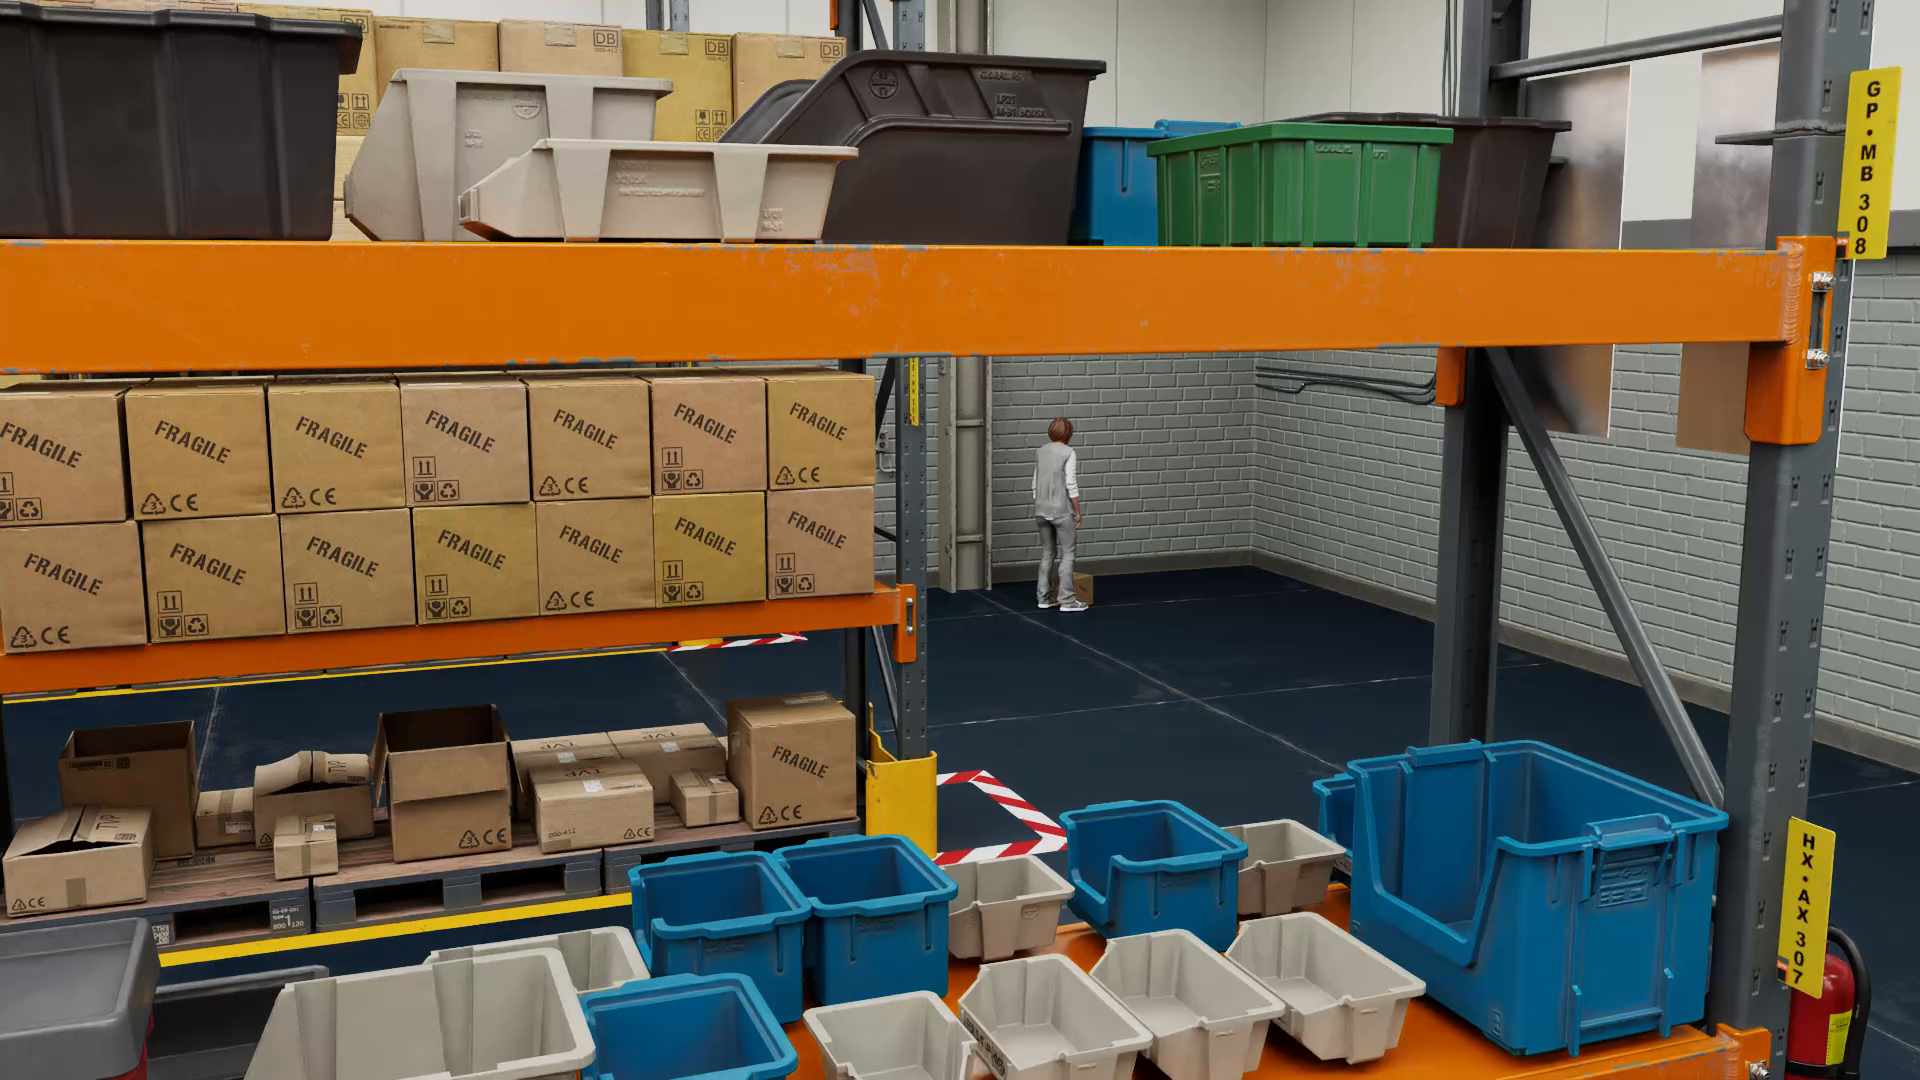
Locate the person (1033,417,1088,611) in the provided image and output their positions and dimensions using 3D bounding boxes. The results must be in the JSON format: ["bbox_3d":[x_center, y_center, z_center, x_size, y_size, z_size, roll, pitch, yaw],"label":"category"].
[{"bbox_3d":[0.801,-0.212,13.724,0.461,1.593,0.346,9,12,43],"label":"person"}]
